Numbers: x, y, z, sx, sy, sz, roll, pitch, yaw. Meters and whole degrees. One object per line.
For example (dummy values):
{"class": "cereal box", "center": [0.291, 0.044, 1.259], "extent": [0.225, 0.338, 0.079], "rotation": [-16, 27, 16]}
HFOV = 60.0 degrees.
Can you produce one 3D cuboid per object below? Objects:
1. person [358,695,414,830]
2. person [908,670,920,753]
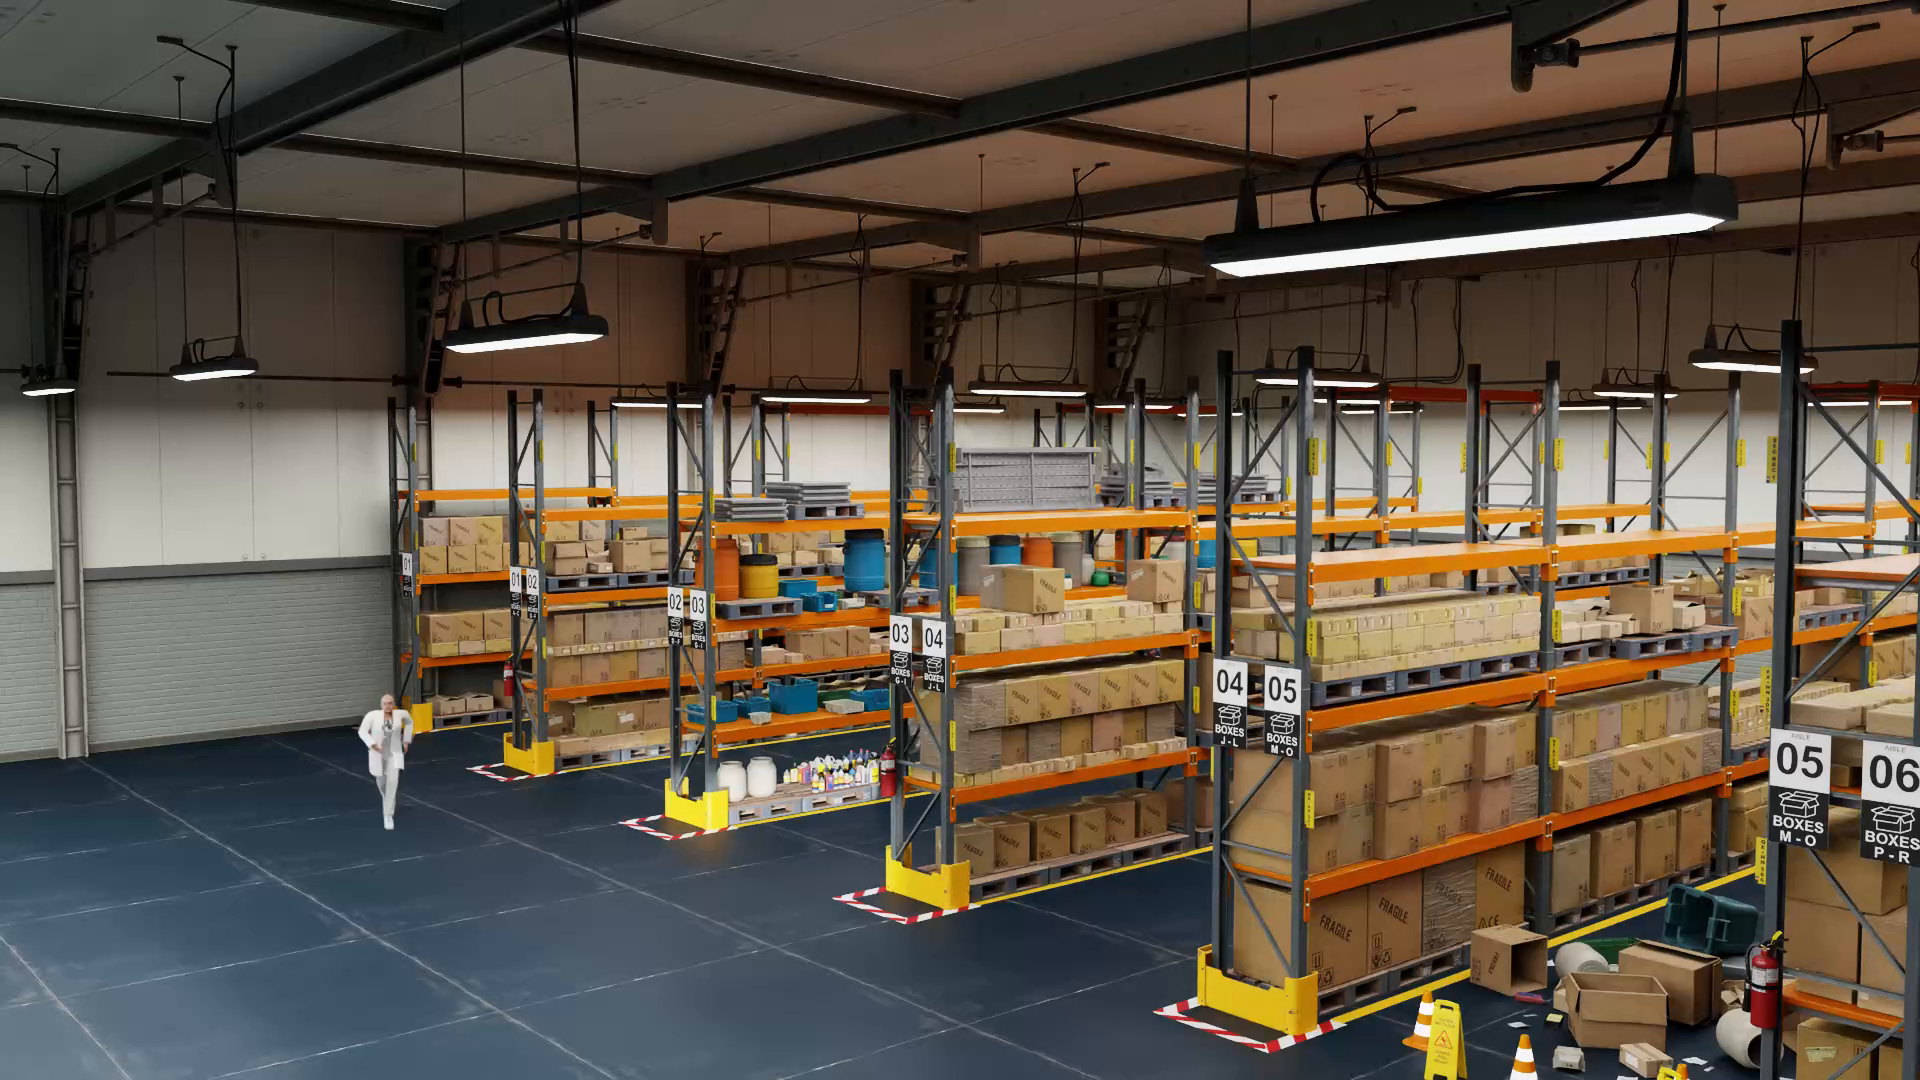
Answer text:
{"class": "person", "center": [-7.825, 2.977, 22.688], "extent": [0.705, 1.764, 1.127], "rotation": [-1, 4, -18]}
{"class": "person", "center": [-0.603, 2.754, 27.820], "extent": [1.090, 1.619, 0.663], "rotation": [-3, 4, -39]}
